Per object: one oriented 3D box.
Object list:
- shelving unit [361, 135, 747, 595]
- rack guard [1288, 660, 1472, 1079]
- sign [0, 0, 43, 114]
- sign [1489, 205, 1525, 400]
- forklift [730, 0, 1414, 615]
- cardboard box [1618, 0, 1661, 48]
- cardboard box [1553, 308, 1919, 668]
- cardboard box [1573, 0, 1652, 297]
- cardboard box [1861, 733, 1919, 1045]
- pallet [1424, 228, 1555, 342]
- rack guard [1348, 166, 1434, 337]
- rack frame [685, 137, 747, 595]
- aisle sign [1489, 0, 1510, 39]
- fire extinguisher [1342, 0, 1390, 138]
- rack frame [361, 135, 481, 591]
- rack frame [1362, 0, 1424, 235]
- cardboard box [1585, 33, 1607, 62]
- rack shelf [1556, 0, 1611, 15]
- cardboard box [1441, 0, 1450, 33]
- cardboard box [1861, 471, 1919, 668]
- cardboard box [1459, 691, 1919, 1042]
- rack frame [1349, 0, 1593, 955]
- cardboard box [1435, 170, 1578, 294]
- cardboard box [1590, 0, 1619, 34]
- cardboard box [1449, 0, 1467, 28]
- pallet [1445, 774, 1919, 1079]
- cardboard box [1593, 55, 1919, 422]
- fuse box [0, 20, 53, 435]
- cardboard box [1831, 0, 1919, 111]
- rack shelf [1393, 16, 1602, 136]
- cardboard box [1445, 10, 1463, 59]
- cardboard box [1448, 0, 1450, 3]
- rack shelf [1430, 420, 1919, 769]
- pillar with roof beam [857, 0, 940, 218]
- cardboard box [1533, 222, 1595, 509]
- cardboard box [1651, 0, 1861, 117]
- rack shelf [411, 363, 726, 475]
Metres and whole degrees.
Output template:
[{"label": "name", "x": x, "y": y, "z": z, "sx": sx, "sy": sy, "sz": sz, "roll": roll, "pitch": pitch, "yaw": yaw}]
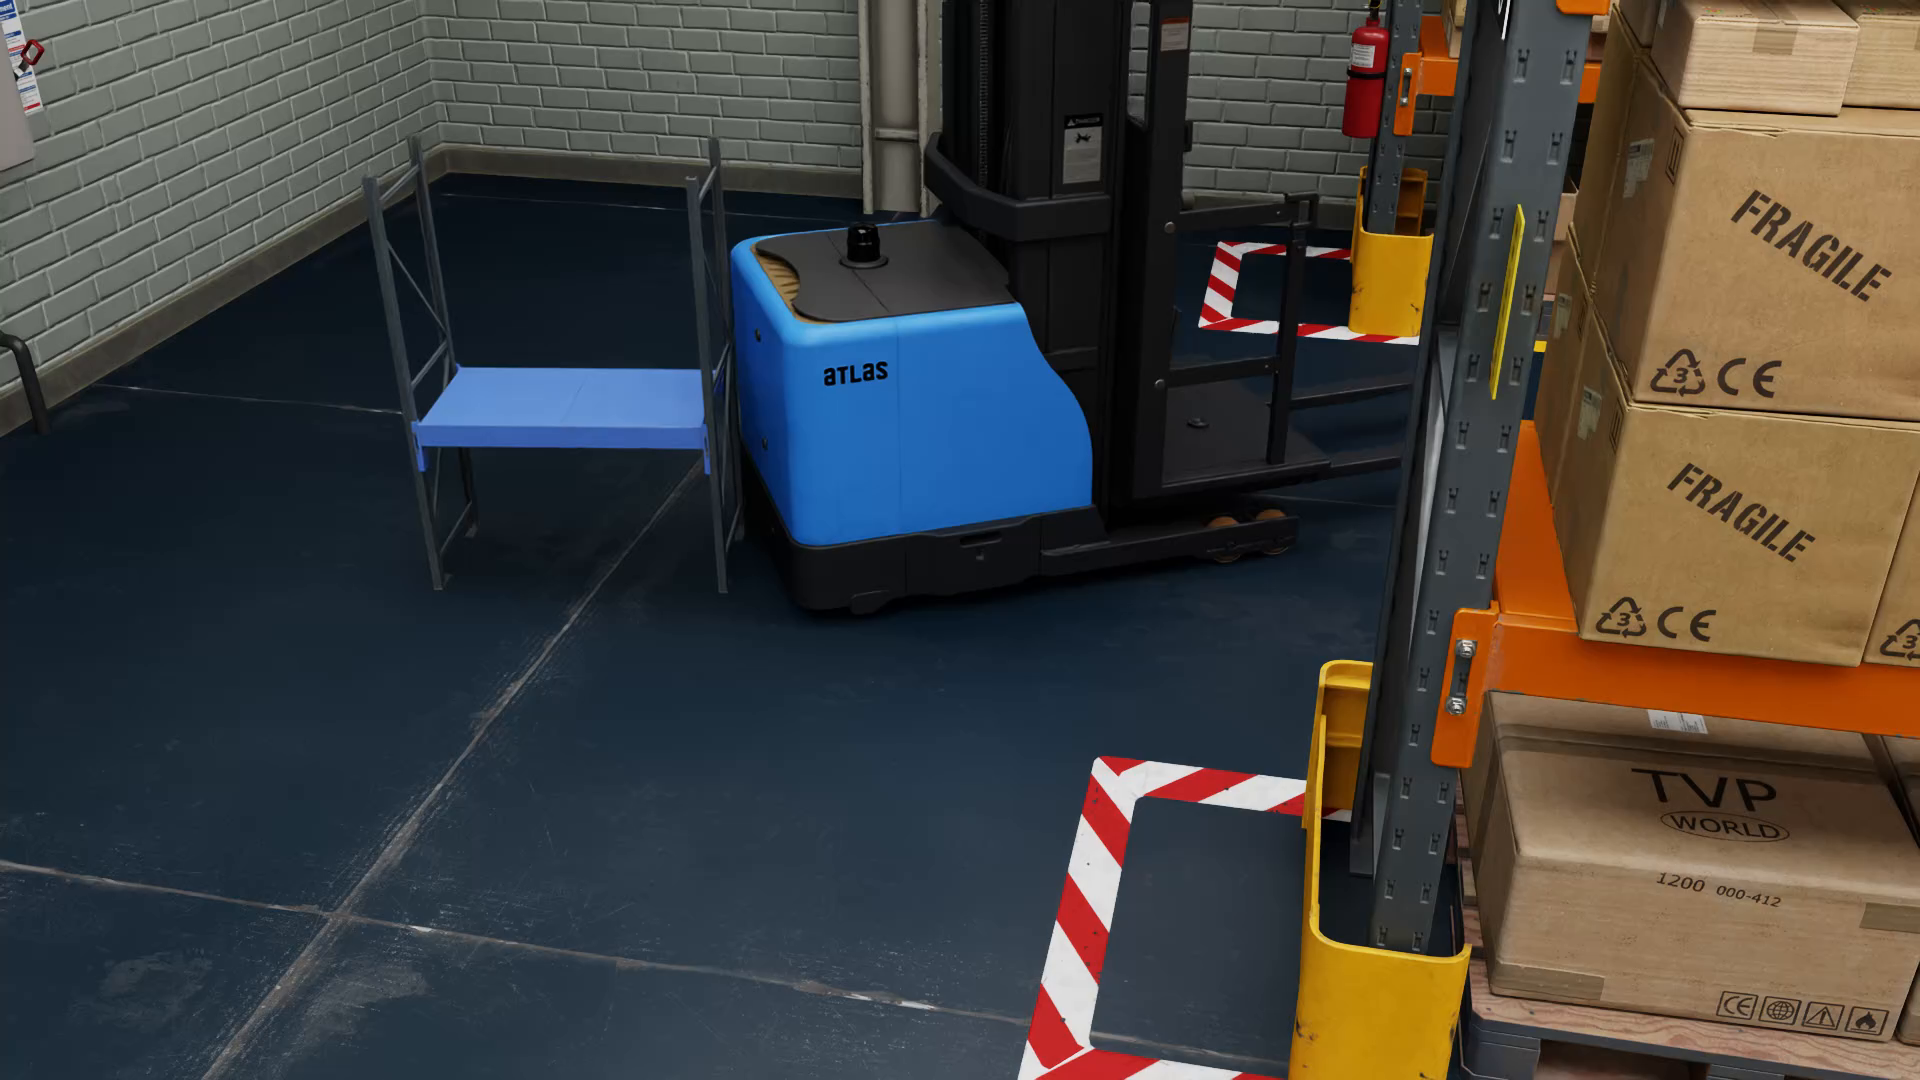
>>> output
[{"label": "shelving unit", "x": -1.343, "y": -0.590, "z": 5.766, "sx": 1.048, "sy": 1.500, "sz": 0.538, "roll": 1, "pitch": 29, "yaw": 1}, {"label": "rack guard", "x": 1.049, "y": 0.837, "z": 4.201, "sx": 0.348, "sy": 0.500, "sz": 1.175, "roll": 6, "pitch": 29, "yaw": 11}, {"label": "sign", "x": -3.965, "y": -1.994, "z": 6.868, "sx": 0.001, "sy": 0.494, "sz": 0.329, "roll": 6, "pitch": 29, "yaw": 11}, {"label": "sign", "x": 0.950, "y": -0.411, "z": 2.894, "sx": 0.005, "sy": 0.325, "sz": 0.100, "roll": 6, "pitch": 29, "yaw": 11}, {"label": "forklift", "x": 0.733, "y": -1.434, "z": 5.817, "sx": 3.031, "sy": 2.935, "sz": 1.130, "roll": -9, "pitch": 30, "yaw": -16}, {"label": "cardboard box", "x": 1.465, "y": -1.082, "z": 3.282, "sx": 0.250, "sy": 0.149, "sz": 0.380, "roll": 6, "pitch": 29, "yaw": 11}, {"label": "cardboard box", "x": 1.482, "y": -0.118, "z": 3.238, "sx": 0.500, "sy": 0.500, "sz": 0.500, "roll": 6, "pitch": 29, "yaw": 10}, {"label": "cardboard box", "x": 1.593, "y": -0.803, "z": 3.448, "sx": 0.500, "sy": 0.500, "sz": 0.500, "roll": 7, "pitch": 29, "yaw": 12}, {"label": "cardboard box", "x": 2.635, "y": 0.790, "z": 3.915, "sx": 0.875, "sy": 0.438, "sz": 0.875, "roll": 7, "pitch": 29, "yaw": 12}, {"label": "pallet", "x": 2.959, "y": -1.278, "z": 8.365, "sx": 1.213, "sy": 0.211, "sz": 1.003, "roll": 6, "pitch": 29, "yaw": 11}, {"label": "rack guard", "x": 2.179, "y": -1.484, "z": 8.441, "sx": 0.348, "sy": 0.500, "sz": 1.175, "roll": 6, "pitch": 29, "yaw": 11}, {"label": "rack frame", "x": -0.834, "y": -0.585, "z": 5.756, "sx": 0.032, "sy": 1.500, "sz": 0.500, "roll": 1, "pitch": 29, "yaw": 1}, {"label": "aisle sign", "x": 0.941, "y": -1.268, "z": 2.736, "sx": 0.004, "sy": 0.787, "sz": 0.394, "roll": 6, "pitch": 29, "yaw": 11}, {"label": "fire extinguisher", "x": 1.865, "y": -2.189, "z": 7.593, "sx": 0.183, "sy": 0.674, "sz": 0.296, "roll": 6, "pitch": 29, "yaw": 11}, {"label": "rack frame", "x": -1.851, "y": -0.596, "z": 5.776, "sx": 0.032, "sy": 1.500, "sz": 0.500, "roll": 1, "pitch": 29, "yaw": 1}, {"label": "rack frame", "x": 2.105, "y": -2.588, "z": 7.854, "sx": 0.127, "sy": 3.000, "sz": 1.000, "roll": 6, "pitch": 29, "yaw": 11}, {"label": "cardboard box", "x": 2.892, "y": -2.303, "z": 7.594, "sx": 0.250, "sy": 0.149, "sz": 0.380, "roll": 5, "pitch": 29, "yaw": 10}, {"label": "rack shelf", "x": 3.028, "y": -1.057, "z": 2.682, "sx": 4.000, "sy": 0.370, "sz": 1.077, "roll": 6, "pitch": 29, "yaw": 11}, {"label": "cardboard box", "x": 2.485, "y": -2.571, "z": 8.084, "sx": 0.250, "sy": 0.149, "sz": 0.380, "roll": 6, "pitch": 29, "yaw": 10}, {"label": "cardboard box", "x": 1.982, "y": -0.080, "z": 3.169, "sx": 0.500, "sy": 0.500, "sz": 0.500, "roll": 5, "pitch": 29, "yaw": 10}, {"label": "cardboard box", "x": 1.739, "y": 0.702, "z": 4.075, "sx": 0.875, "sy": 0.438, "sz": 0.875, "roll": 5, "pitch": 29, "yaw": 9}, {"label": "rack frame", "x": 1.072, "y": -0.257, "z": 3.596, "sx": 0.127, "sy": 3.000, "sz": 1.000, "roll": 6, "pitch": 29, "yaw": 11}, {"label": "cardboard box", "x": 2.683, "y": -1.572, "z": 8.160, "sx": 0.637, "sy": 0.503, "sz": 0.797, "roll": 5, "pitch": 29, "yaw": 9}, {"label": "cardboard box", "x": 2.986, "y": -2.431, "z": 7.413, "sx": 0.500, "sy": 0.250, "sz": 0.500, "roll": 6, "pitch": 29, "yaw": 11}, {"label": "cardboard box", "x": 2.493, "y": -2.481, "z": 7.505, "sx": 0.500, "sy": 0.250, "sz": 0.500, "roll": 6, "pitch": 29, "yaw": 11}, {"label": "pallet", "x": 1.871, "y": 1.010, "z": 4.186, "sx": 1.213, "sy": 0.211, "sz": 1.003, "roll": 6, "pitch": 29, "yaw": 11}, {"label": "cardboard box", "x": 1.482, "y": -0.558, "z": 3.000, "sx": 0.500, "sy": 0.500, "sz": 0.500, "roll": 5, "pitch": 29, "yaw": 9}, {"label": "fuse box", "x": -3.866, "y": -1.218, "z": 6.693, "sx": 0.414, "sy": 1.711, "sz": 0.539, "roll": 6, "pitch": 29, "yaw": 11}, {"label": "cardboard box", "x": 1.633, "y": -0.866, "z": 2.887, "sx": 0.250, "sy": 0.149, "sz": 0.380, "roll": 7, "pitch": 29, "yaw": 12}, {"label": "rack shelf", "x": 4.061, "y": -2.072, "z": 7.661, "sx": 4.000, "sy": 0.370, "sz": 1.077, "roll": 6, "pitch": 29, "yaw": 11}, {"label": "cardboard box", "x": 2.369, "y": -2.316, "z": 7.619, "sx": 0.250, "sy": 0.149, "sz": 0.380, "roll": 6, "pitch": 29, "yaw": 10}, {"label": "cardboard box", "x": 2.610, "y": -2.732, "z": 7.962, "sx": 0.500, "sy": 0.250, "sz": 0.500, "roll": 7, "pitch": 29, "yaw": 12}, {"label": "rack shelf", "x": 3.028, "y": 0.259, "z": 3.402, "sx": 4.000, "sy": 0.370, "sz": 1.077, "roll": 6, "pitch": 29, "yaw": 11}, {"label": "pillar with roof beam", "x": -1.242, "y": -3.892, "z": 3.988, "sx": 0.400, "sy": 9.000, "sz": 9.100, "roll": 6, "pitch": 29, "yaw": 11}, {"label": "cardboard box", "x": 1.599, "y": -0.377, "z": 3.711, "sx": 0.500, "sy": 0.500, "sz": 0.500, "roll": 6, "pitch": 29, "yaw": 11}, {"label": "cardboard box", "x": 1.362, "y": -0.858, "z": 2.874, "sx": 0.250, "sy": 0.149, "sz": 0.380, "roll": 6, "pitch": 29, "yaw": 12}, {"label": "rack shelf", "x": -1.343, "y": -0.432, "z": 5.852, "sx": 1.000, "sy": 0.185, "sz": 0.538, "roll": 1, "pitch": 29, "yaw": 1}]
